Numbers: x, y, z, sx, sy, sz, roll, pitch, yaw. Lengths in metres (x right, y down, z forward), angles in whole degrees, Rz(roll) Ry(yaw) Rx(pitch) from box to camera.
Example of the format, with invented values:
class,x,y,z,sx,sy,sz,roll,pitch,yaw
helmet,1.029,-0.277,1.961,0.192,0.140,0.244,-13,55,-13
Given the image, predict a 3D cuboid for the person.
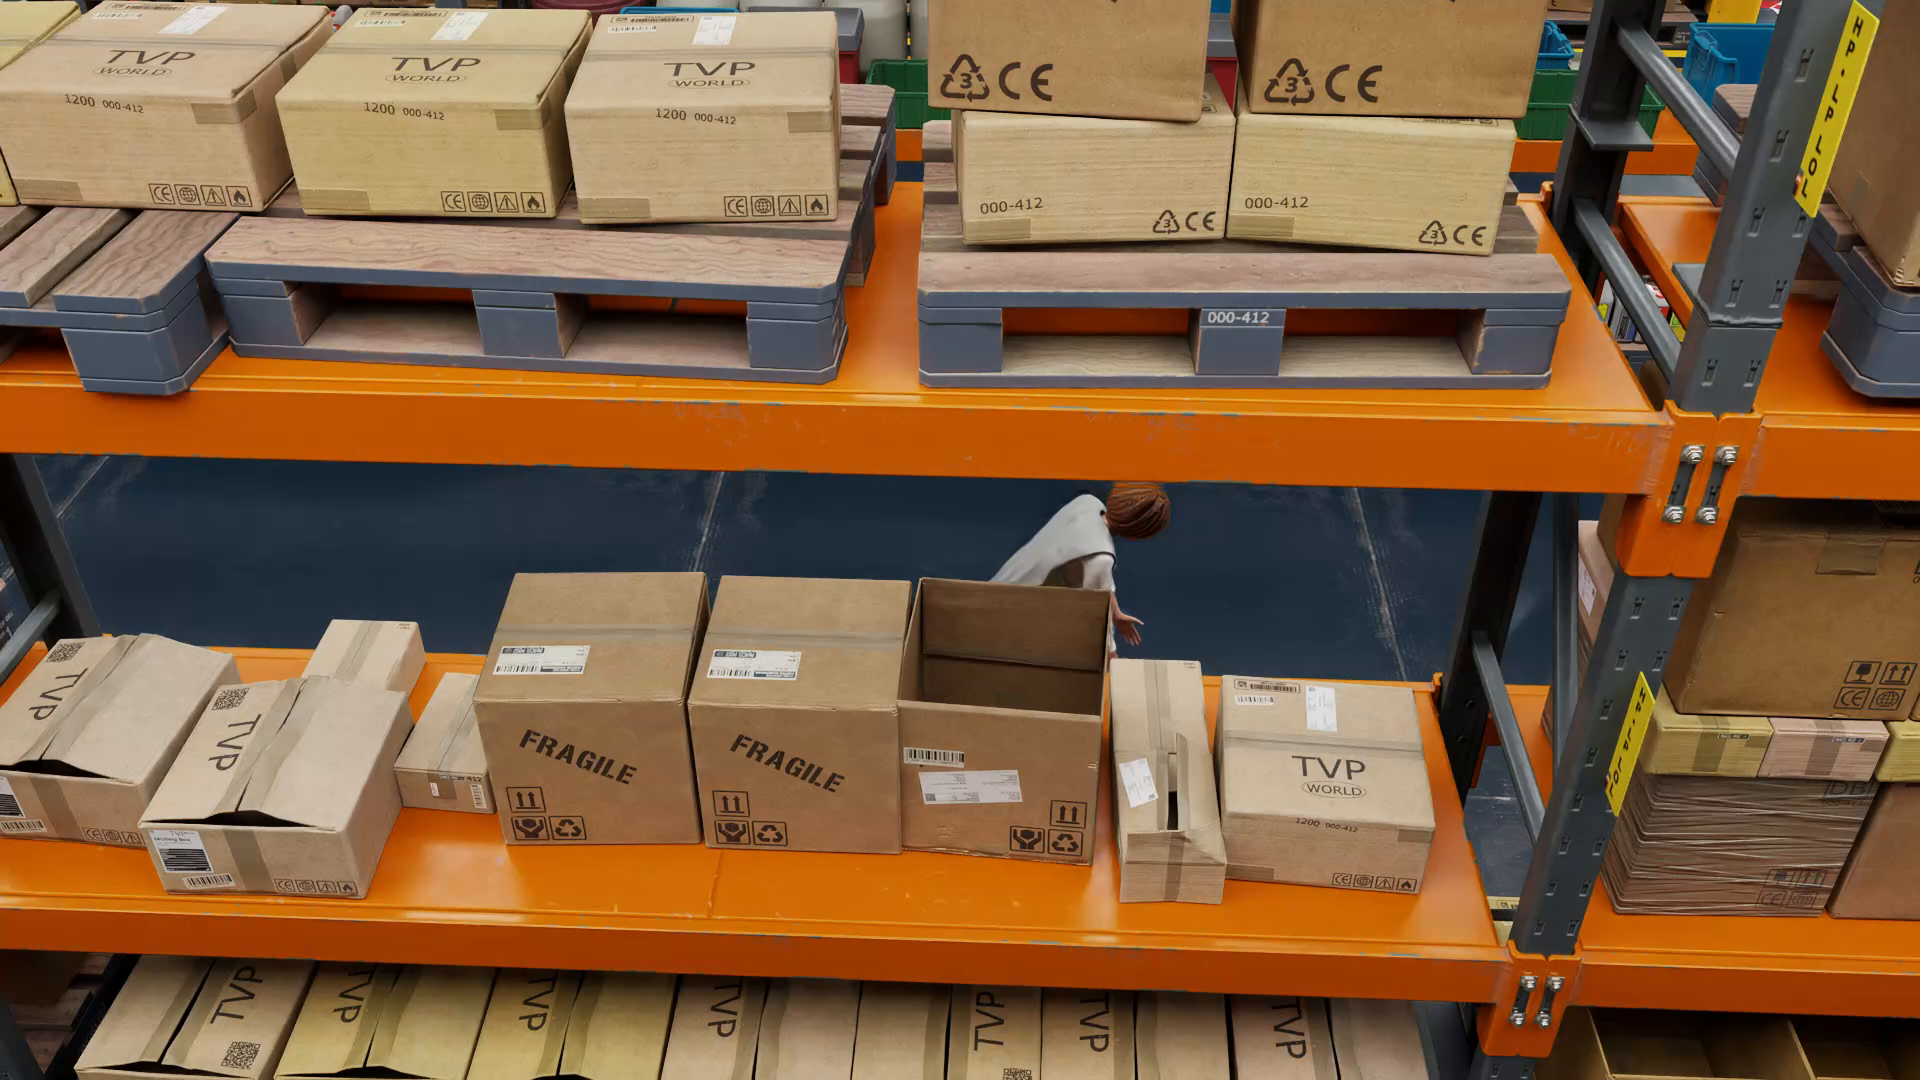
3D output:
class,x,y,z,sx,sy,sz,roll,pitch,yaw
person,0.386,0.316,6.006,0.673,1.270,0.463,2,36,3
